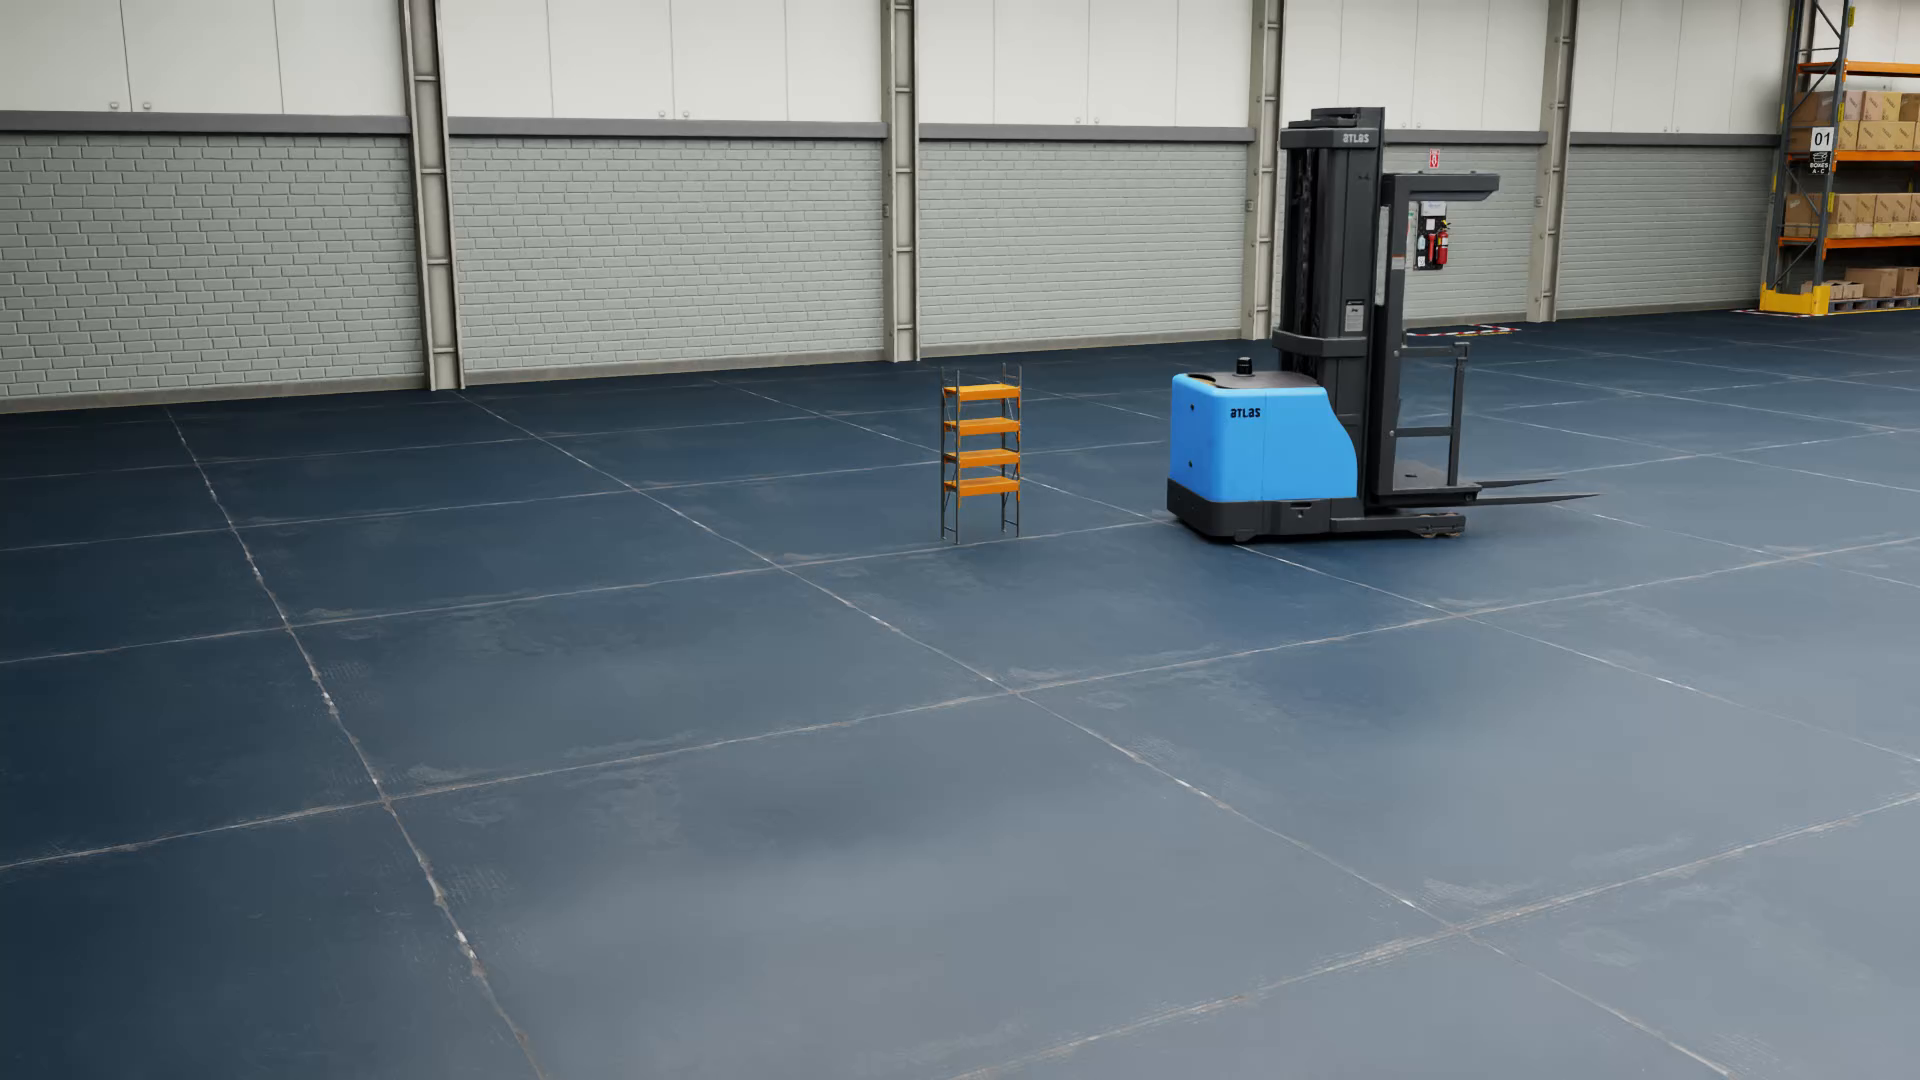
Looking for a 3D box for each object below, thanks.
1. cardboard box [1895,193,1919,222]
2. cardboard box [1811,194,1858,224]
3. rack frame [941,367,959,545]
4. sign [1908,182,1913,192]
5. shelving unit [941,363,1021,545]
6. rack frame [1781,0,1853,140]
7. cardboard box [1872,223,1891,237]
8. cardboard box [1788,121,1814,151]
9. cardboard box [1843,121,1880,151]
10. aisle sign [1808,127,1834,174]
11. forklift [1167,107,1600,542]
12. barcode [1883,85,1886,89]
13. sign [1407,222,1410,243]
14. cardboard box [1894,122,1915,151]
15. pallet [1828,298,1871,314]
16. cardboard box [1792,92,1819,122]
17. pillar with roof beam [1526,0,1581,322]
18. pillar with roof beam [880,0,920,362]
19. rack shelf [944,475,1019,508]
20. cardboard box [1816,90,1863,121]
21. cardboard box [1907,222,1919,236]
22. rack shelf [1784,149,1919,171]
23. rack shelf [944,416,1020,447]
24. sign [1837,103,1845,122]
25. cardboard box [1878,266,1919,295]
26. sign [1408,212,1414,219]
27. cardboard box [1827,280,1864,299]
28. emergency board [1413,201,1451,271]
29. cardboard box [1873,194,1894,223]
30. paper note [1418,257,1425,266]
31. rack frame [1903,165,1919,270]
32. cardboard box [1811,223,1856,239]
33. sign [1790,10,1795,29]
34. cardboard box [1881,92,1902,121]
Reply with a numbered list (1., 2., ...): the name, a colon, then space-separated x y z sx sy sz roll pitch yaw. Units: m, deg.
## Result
1. cardboard box: 17.181 -6.041 30.210 0.500 0.500 0.500 -7 15 -29
2. cardboard box: 15.383 -5.827 29.256 0.500 0.500 0.500 -7 14 -28
3. rack frame: -0.069 -0.577 11.441 0.015 1.200 0.240 -7 14 -28
4. sign: 18.061 -6.624 31.574 0.005 0.325 0.100 -7 14 -28
5. shelving unit: 0.145 -0.603 11.555 0.503 1.200 0.258 -7 14 -28
6. rack frame: 14.819 -8.459 28.700 0.127 3.000 1.000 -7 14 -28
7. cardboard box: 16.299 -5.568 29.817 0.500 0.250 0.500 -7 15 -29
8. cardboard box: 15.064 -7.147 29.428 0.500 0.500 0.500 -6 14 -24
9. cardboard box: 15.721 -7.090 29.178 0.500 0.500 0.500 -6 14 -24
10. aisle sign: 14.900 -6.735 28.782 0.004 0.787 0.394 -7 14 -28
11. forklift: 3.096 -1.554 11.838 3.031 2.935 1.130 -2 13 -10
12. barcode: 16.904 -8.280 30.409 0.075 0.075 0.001 -7 14 -28
13. sign: 7.031 -4.868 26.325 0.234 0.329 0.001 -7 14 -28
14. cardboard box: 16.635 -7.206 29.693 0.500 0.500 0.500 -6 14 -24
15. pallet: 15.616 -4.258 30.049 1.213 0.211 1.003 -7 14 -28
16. cardboard box: 15.073 -7.637 29.331 0.500 0.500 0.500 -6 14 -25
17. pillar with roof beam: 11.816 -7.238 23.276 0.400 9.000 9.100 -7 14 -28
18. pillar with roof beam: 1.283 -5.976 17.667 0.400 9.000 9.100 -7 14 -28
19. rack shelf: 0.145 -0.343 11.613 0.480 0.148 0.258 -7 14 -28
20. cardboard box: 15.274 -7.535 28.878 0.500 0.500 0.500 -8 15 -32
21. cardboard box: 17.185 -5.674 30.287 0.500 0.250 0.500 -7 14 -28
22. rack shelf: 16.575 -6.855 30.043 4.000 0.370 1.077 -7 14 -28
23. rack shelf: 0.145 -0.755 11.520 0.480 0.148 0.258 -7 14 -28
24. sign: 15.080 -7.317 28.468 0.005 0.325 0.100 -7 14 -28
25. cardboard box: 17.439 -4.831 30.935 0.500 0.500 0.500 -8 15 -32
26. sign: 7.039 -5.125 26.261 0.331 0.109 0.001 -7 14 -28
27. cardboard box: 15.970 -4.550 30.118 0.500 0.311 0.500 -6 14 -23
28. emergency board: 7.566 -4.888 26.499 0.643 1.169 0.194 -7 14 -28
29. cardboard box: 16.278 -5.930 29.715 0.500 0.500 0.500 -7 15 -30
30. paper note: 7.377 -4.453 26.572 0.142 0.148 0.016 -7 14 -28
31. rack frame: 18.330 -5.953 31.228 0.127 3.000 1.000 -7 14 -28
32. cardboard box: 15.400 -5.459 29.329 0.500 0.250 0.500 -7 15 -29
33. sign: 14.571 -9.101 29.064 0.005 0.325 0.100 -7 14 -28
34. cardboard box: 16.183 -7.634 29.318 0.500 0.500 0.500 -6 14 -26
